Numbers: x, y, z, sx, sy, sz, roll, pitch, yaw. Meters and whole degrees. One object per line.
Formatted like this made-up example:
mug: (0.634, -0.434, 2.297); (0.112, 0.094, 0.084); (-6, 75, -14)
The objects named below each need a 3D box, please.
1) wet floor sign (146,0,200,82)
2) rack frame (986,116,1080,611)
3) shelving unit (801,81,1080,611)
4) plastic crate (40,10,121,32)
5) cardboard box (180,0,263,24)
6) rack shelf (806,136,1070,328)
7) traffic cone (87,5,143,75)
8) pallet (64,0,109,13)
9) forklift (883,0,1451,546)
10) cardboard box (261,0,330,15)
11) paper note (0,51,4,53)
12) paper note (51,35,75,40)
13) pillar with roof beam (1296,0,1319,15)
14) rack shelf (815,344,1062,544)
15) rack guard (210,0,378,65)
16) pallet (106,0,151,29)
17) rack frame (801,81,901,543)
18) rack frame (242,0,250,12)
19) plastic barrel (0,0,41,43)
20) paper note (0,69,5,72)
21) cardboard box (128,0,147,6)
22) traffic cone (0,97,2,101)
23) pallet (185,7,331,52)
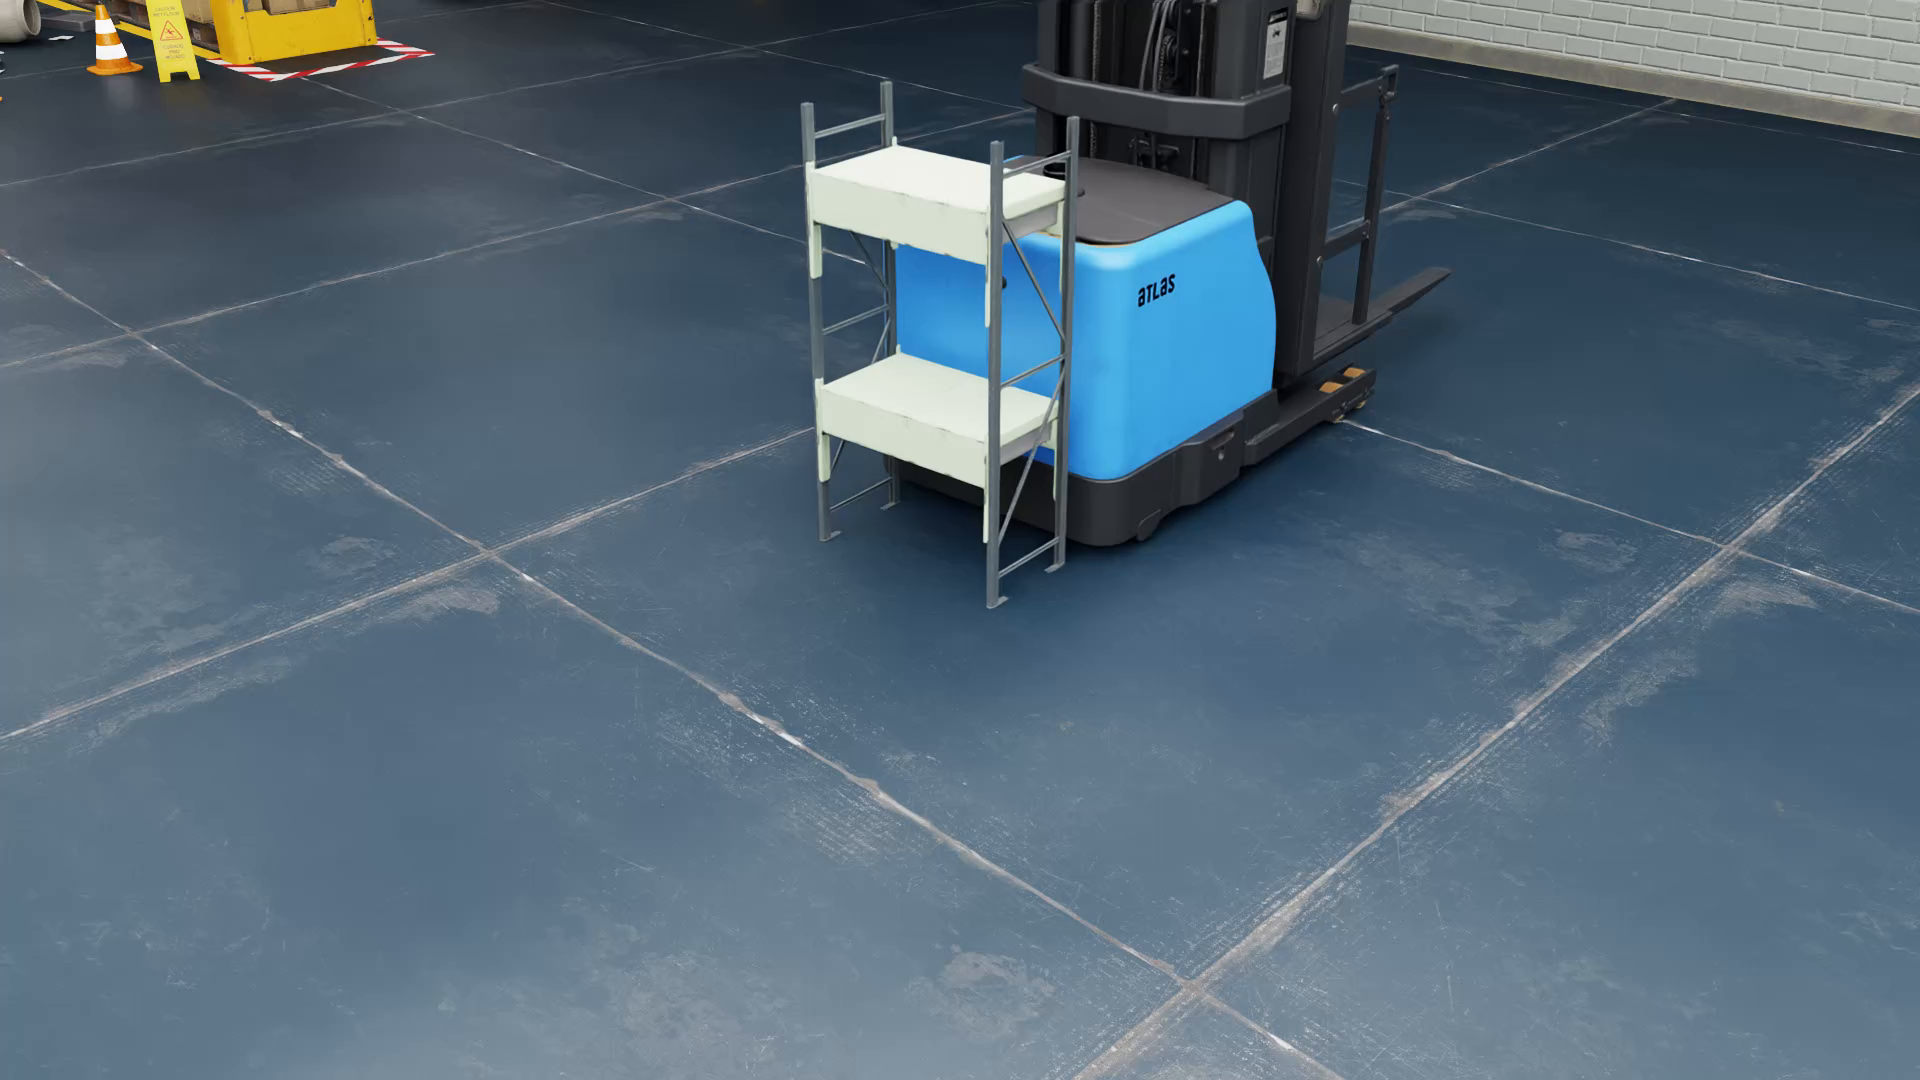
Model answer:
wet floor sign: (-5.727, -3.679, 12.053); (0.267, 0.644, 0.232); (-13, 30, -22)
rack frame: (0.219, -0.513, 5.114); (0.023, 1.500, 0.400); (21, 34, 34)
shelving unit: (-0.065, -0.620, 5.318); (0.755, 1.500, 0.431); (21, 34, 34)
plastic crate: (-7.420, -4.366, 13.968); (0.583, 0.080, 0.402); (12, 30, 22)
cardboard box: (-5.895, -4.289, 13.187); (0.500, 0.250, 0.500); (24, 36, 38)
rack shelf: (-0.065, -0.966, 5.137); (0.720, 0.370, 0.431); (21, 34, 34)
traffic cone: (-6.323, -3.727, 12.341); (0.334, 0.463, 0.336); (25, 36, 38)
pallet: (-7.461, -5.001, 15.035); (1.213, 0.211, 1.003); (25, 36, 38)
forklift: (1.039, -1.892, 6.199); (1.130, 2.935, 3.031); (21, 34, 34)
cardboard box: (-5.494, -4.462, 13.516); (0.500, 0.250, 0.500); (24, 36, 38)
paper note: (-7.502, -3.812, 12.989); (0.123, 0.001, 0.032); (25, 36, 38)
paper note: (-7.270, -4.071, 13.459); (0.148, 0.019, 0.142); (12, 30, 22)
pillar with roof beam: (-0.239, -6.582, 8.598); (0.400, 9.000, 9.100); (25, 36, 38)
rack shelf: (-0.065, -0.332, 5.470); (0.720, 0.370, 0.431); (21, 34, 34)
rack guard: (-5.167, -4.056, 12.927); (0.348, 0.500, 1.175); (25, 36, 38)
pallet: (-6.587, -4.603, 14.278); (1.213, 0.211, 1.003); (25, 36, 38)
rack frame: (-0.349, -0.728, 5.523); (0.023, 1.500, 0.400); (21, 34, 34)
rack frame: (-5.112, -5.138, 12.298); (0.127, 3.000, 1.000); (25, 36, 38)
plastic barrel: (-7.647, -4.169, 13.224); (0.512, 0.421, 0.421); (-3, 28, -5)
paper note: (-7.182, -3.472, 12.319); (0.142, 0.019, 0.148); (12, 30, 22)
cardboard box: (-6.618, -4.622, 13.820); (0.500, 0.250, 0.500); (23, 35, 37)
traffic cone: (-6.859, -3.248, 11.430); (0.334, 0.463, 0.336); (25, 36, 38)
pallet: (-5.721, -4.205, 13.521); (1.213, 0.211, 1.003); (25, 36, 38)
